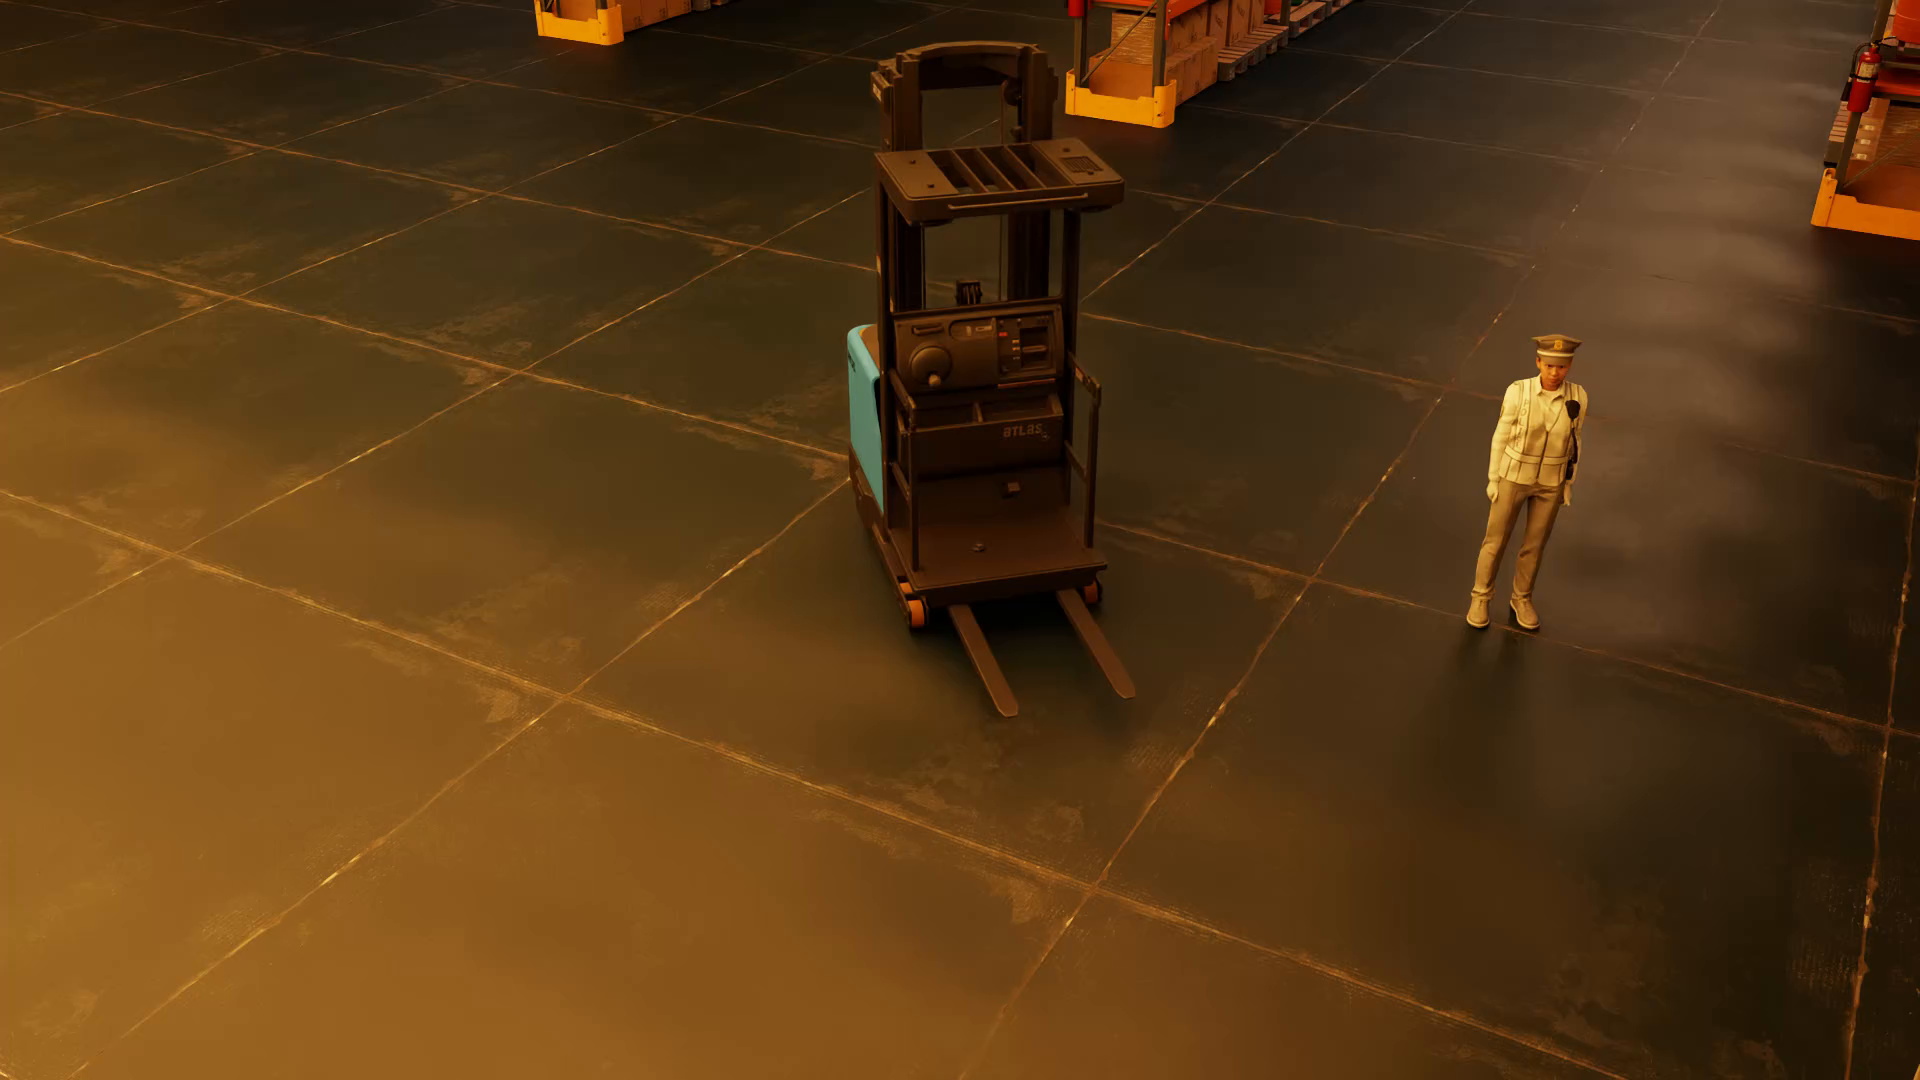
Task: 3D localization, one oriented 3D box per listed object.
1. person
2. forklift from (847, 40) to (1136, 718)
[{"bbox_3d":[3.046,-0.312,8.856,0.461,1.693,0.341,3,30,5],"label":"person"},{"bbox_3d":[0.165,-0.991,8.787,1.130,2.935,3.031,-7,31,-13],"label":"forklift"}]
